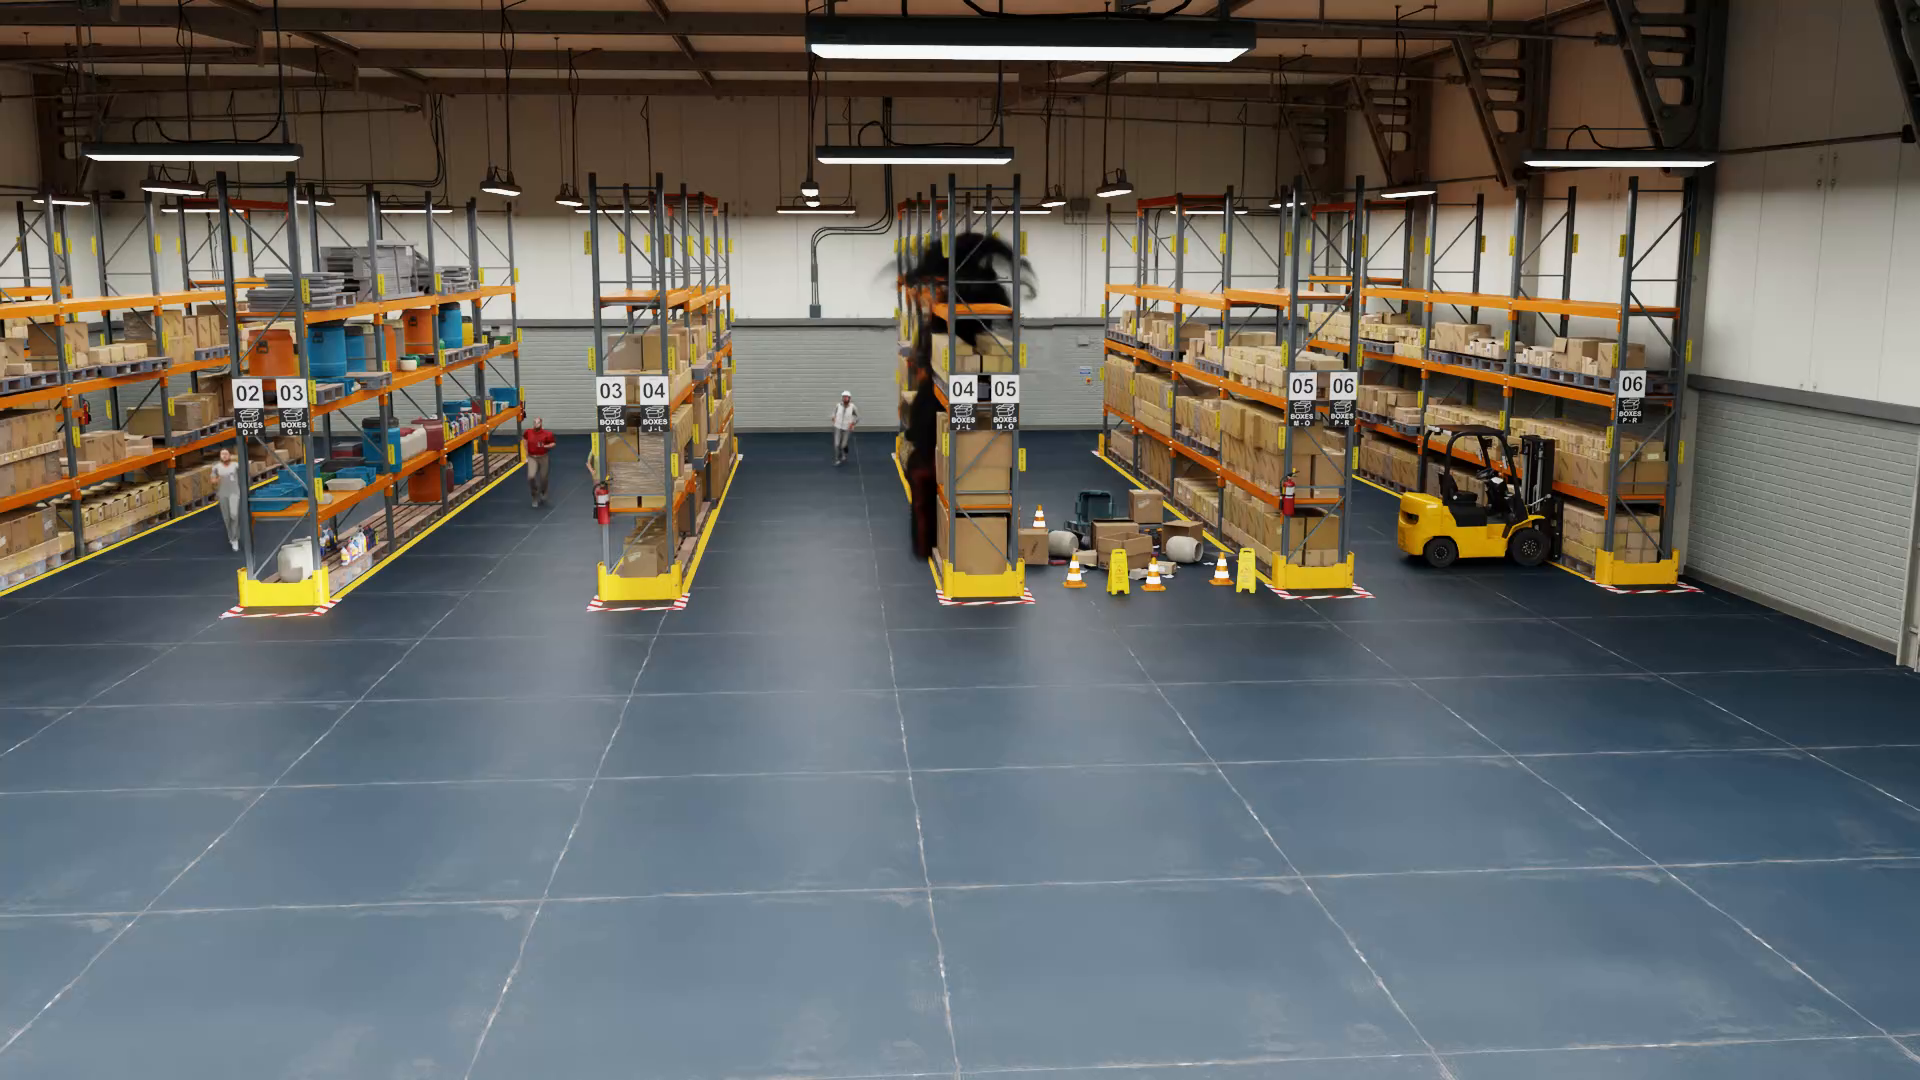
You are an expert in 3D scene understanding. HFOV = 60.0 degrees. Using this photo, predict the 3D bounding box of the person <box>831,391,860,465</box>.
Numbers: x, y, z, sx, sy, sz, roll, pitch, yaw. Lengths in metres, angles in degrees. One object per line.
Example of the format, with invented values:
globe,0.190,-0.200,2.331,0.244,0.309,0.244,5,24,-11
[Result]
person,-2.662,-2.592,38.490,0.683,1.719,0.627,2,10,12

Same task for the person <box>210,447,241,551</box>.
person,-12.241,-0.703,27.858,0.546,1.717,0.720,-2,10,-13

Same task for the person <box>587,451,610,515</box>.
person,-6.502,-1.103,30.308,0.578,1.605,0.567,-2,10,-10

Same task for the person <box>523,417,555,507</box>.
person,-8.214,-1.515,32.514,0.635,1.800,0.837,-2,10,-9
